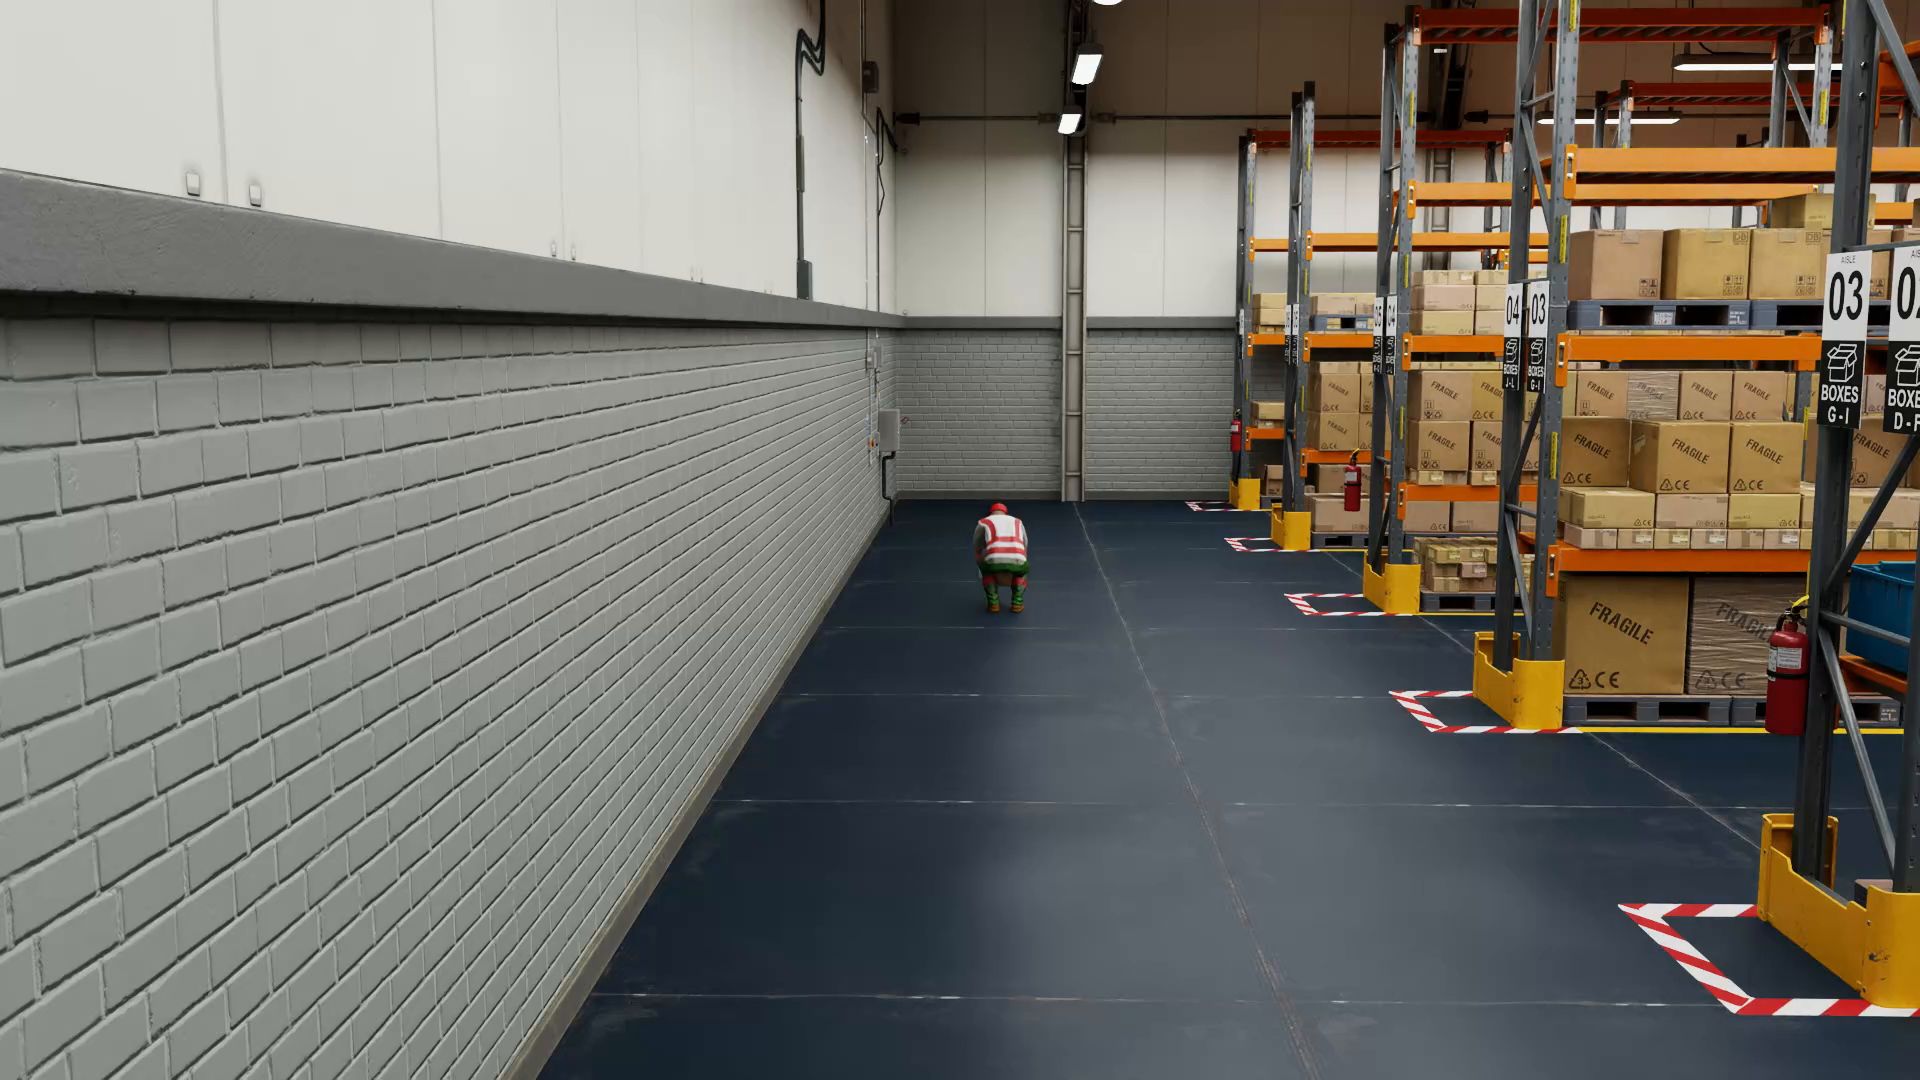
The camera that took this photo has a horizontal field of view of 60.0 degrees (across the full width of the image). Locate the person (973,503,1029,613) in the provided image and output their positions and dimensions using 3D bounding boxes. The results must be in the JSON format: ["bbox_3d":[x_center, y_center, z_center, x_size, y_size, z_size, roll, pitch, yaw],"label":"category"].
[{"bbox_3d":[0.422,0.183,17.104,0.579,1.074,0.860,0,7,1],"label":"person"}]
